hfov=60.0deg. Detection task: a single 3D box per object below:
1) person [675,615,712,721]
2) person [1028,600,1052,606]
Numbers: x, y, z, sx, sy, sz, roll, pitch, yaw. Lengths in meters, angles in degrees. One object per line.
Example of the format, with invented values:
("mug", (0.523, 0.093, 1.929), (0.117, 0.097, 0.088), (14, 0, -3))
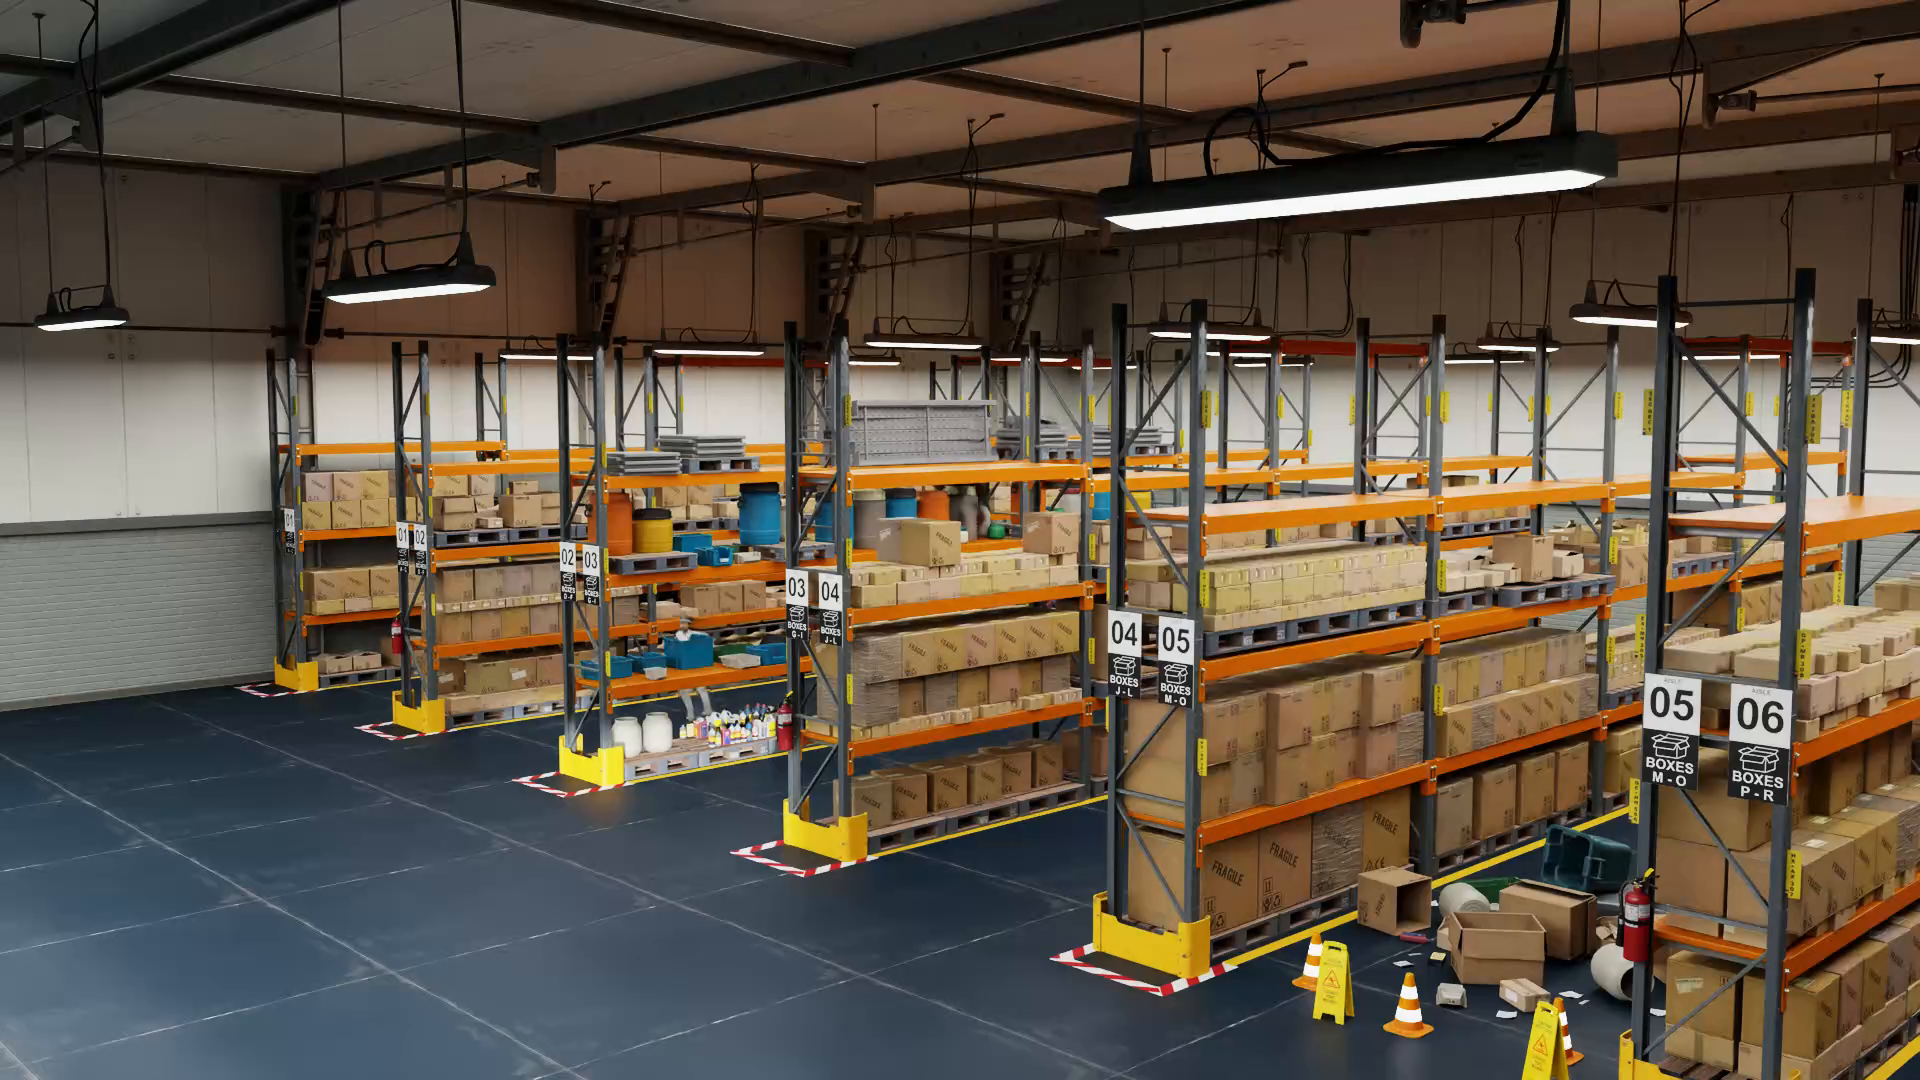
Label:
("person", (-4.358, 2.023, 26.630), (0.684, 1.692, 0.651), (2, 5, 19))
("person", (1.484, 1.487, 32.872), (0.598, 1.687, 0.976), (4, 6, 38))
